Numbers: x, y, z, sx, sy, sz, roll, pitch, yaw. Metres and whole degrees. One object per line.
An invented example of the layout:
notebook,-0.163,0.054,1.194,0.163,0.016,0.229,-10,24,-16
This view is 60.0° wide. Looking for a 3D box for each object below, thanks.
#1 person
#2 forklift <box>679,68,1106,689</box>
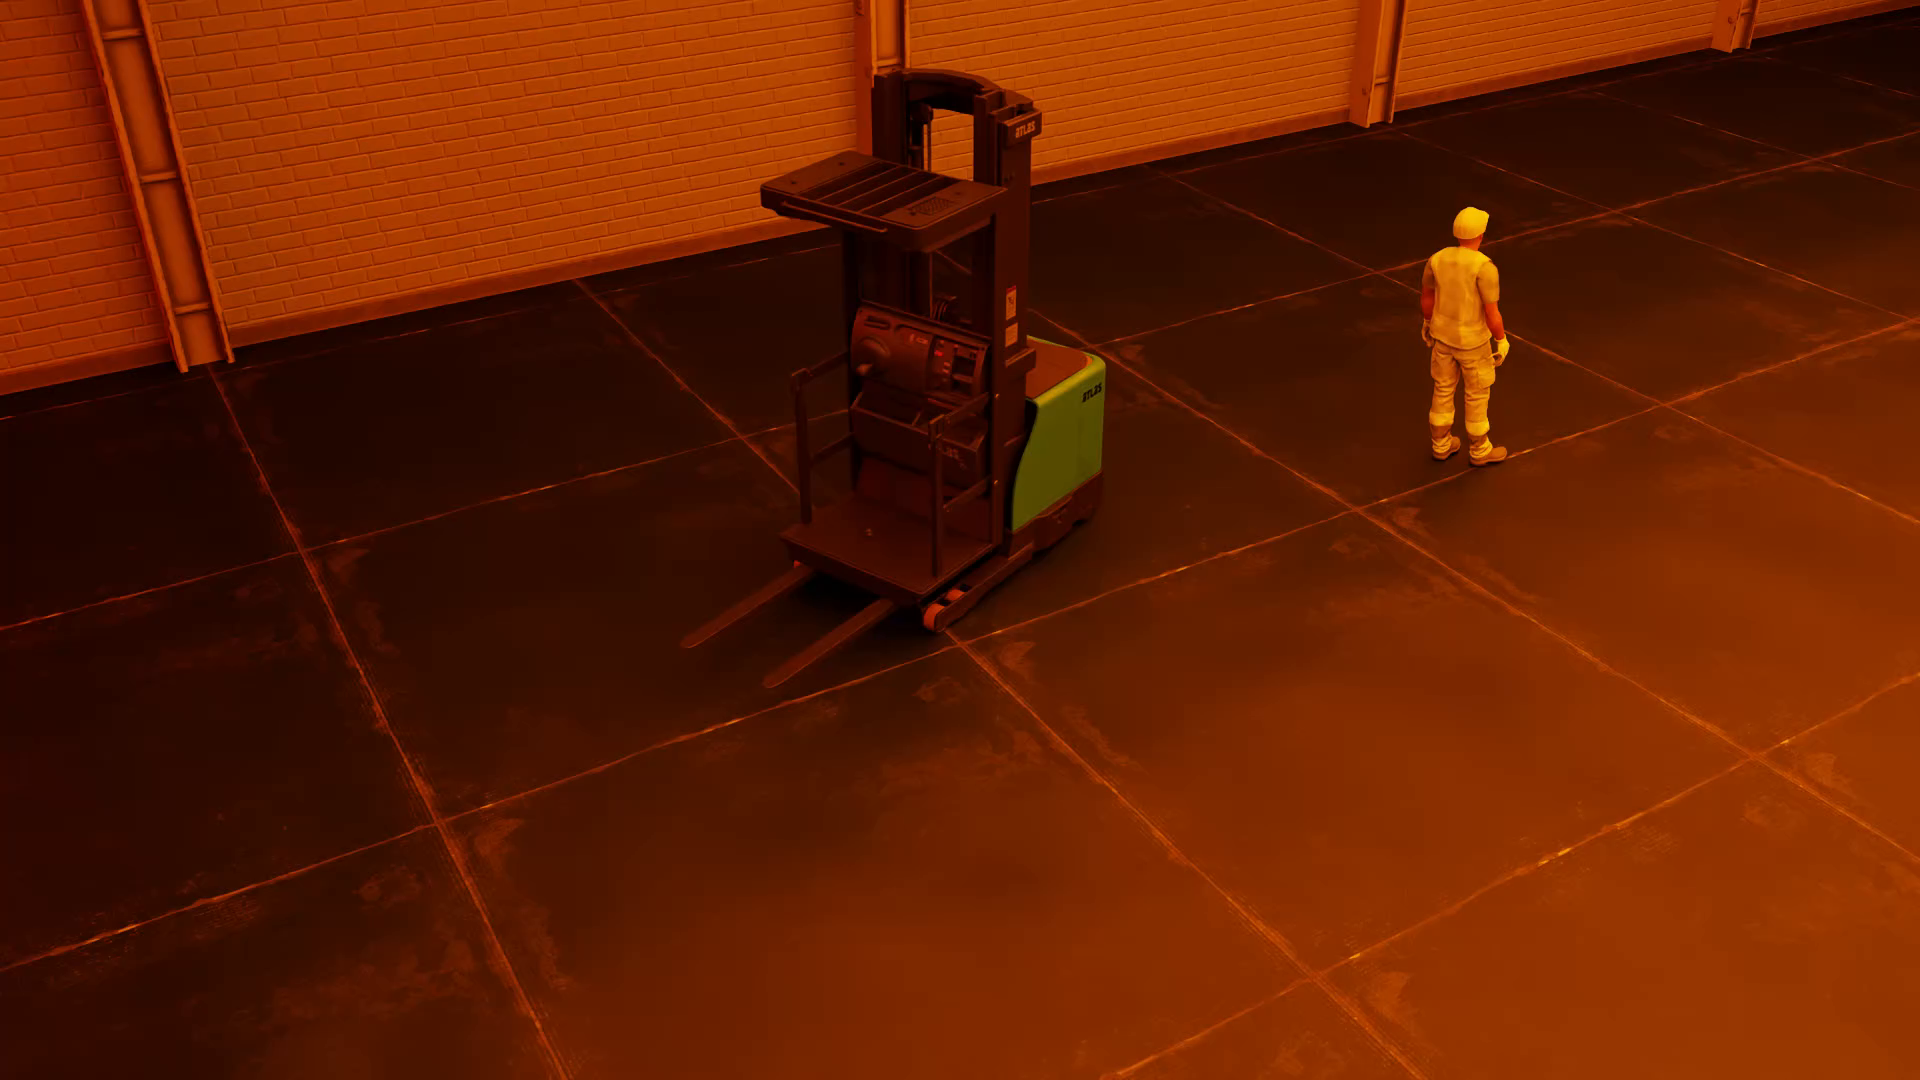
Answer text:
person,3.372,-1.360,11.016,0.562,1.790,0.638,-23,38,-33
forklift,-0.365,-1.007,9.329,1.130,2.935,3.031,21,37,31
